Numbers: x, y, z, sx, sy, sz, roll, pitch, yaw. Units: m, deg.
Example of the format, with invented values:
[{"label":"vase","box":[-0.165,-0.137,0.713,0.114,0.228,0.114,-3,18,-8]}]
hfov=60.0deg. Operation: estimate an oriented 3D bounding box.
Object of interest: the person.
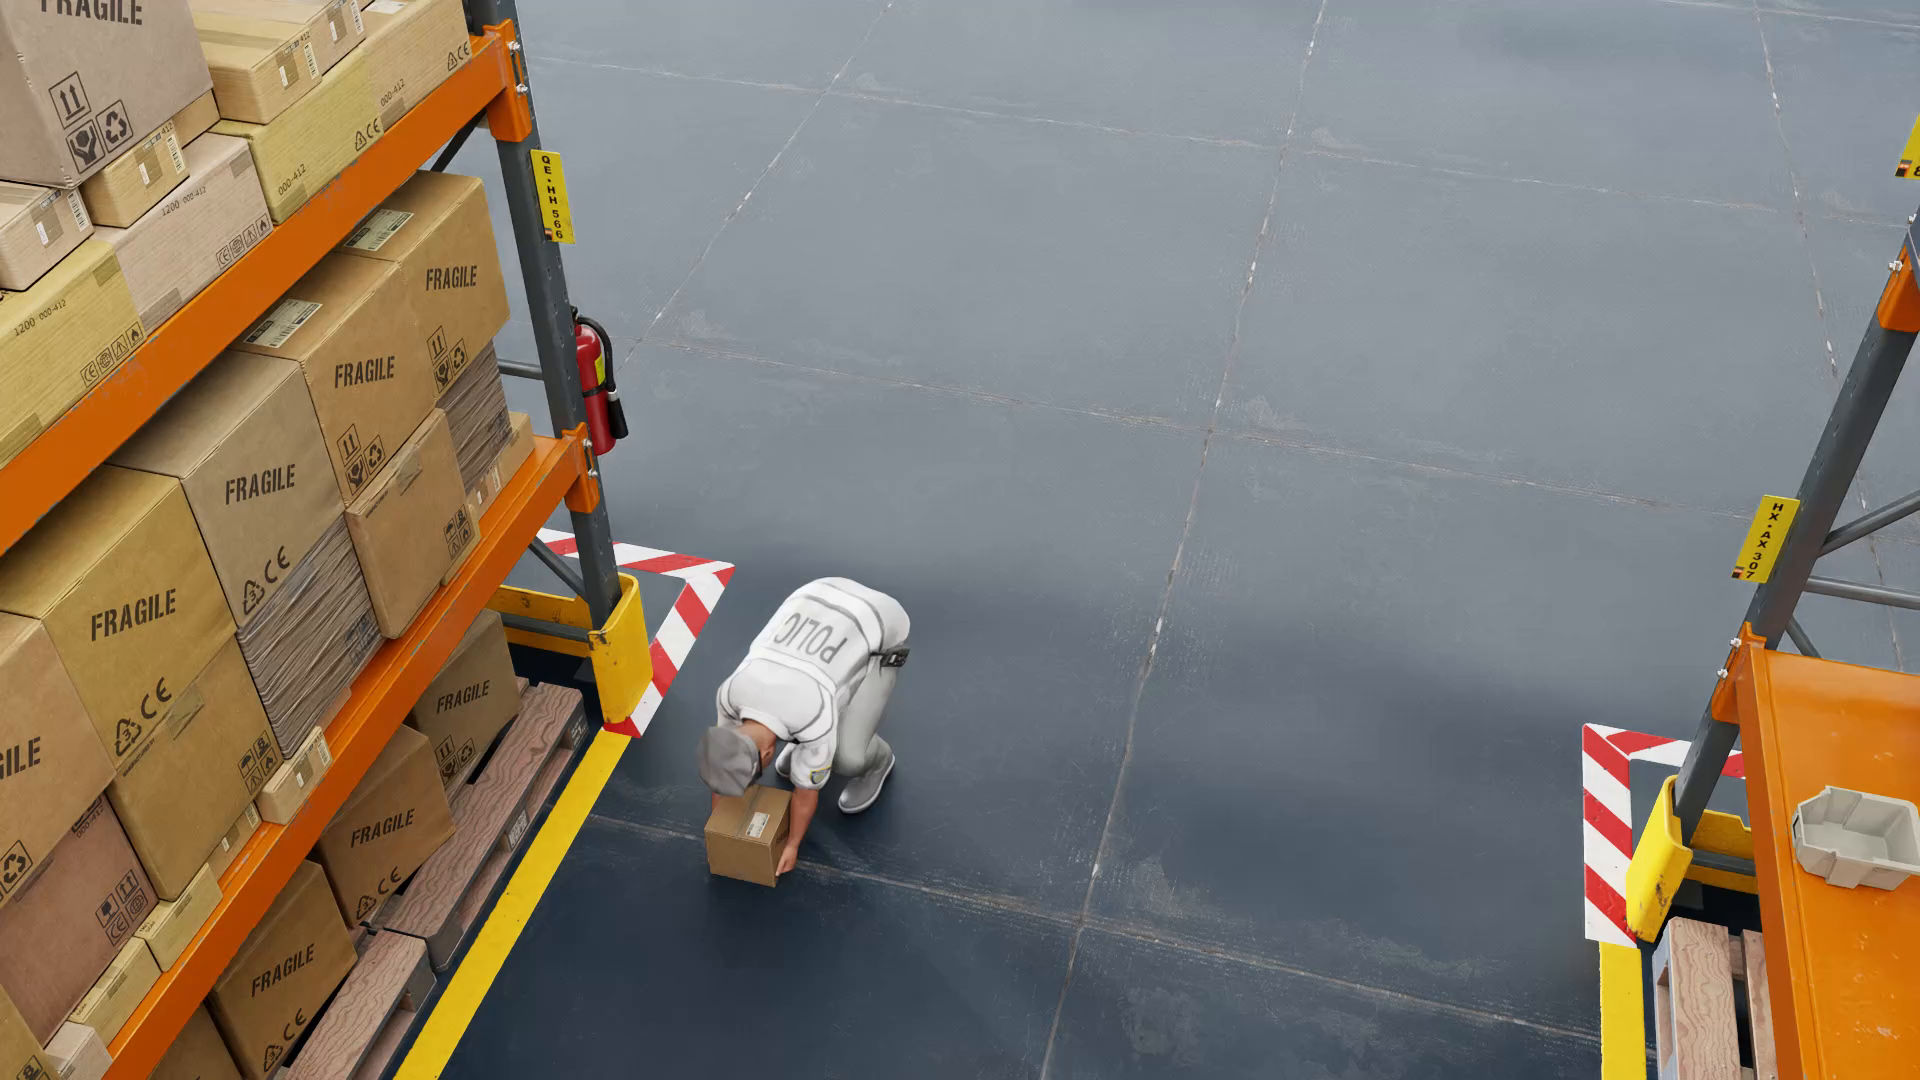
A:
[{"label":"person","box":[-0.571,0.681,6.075,0.537,0.862,1.031,23,46,24]}]
